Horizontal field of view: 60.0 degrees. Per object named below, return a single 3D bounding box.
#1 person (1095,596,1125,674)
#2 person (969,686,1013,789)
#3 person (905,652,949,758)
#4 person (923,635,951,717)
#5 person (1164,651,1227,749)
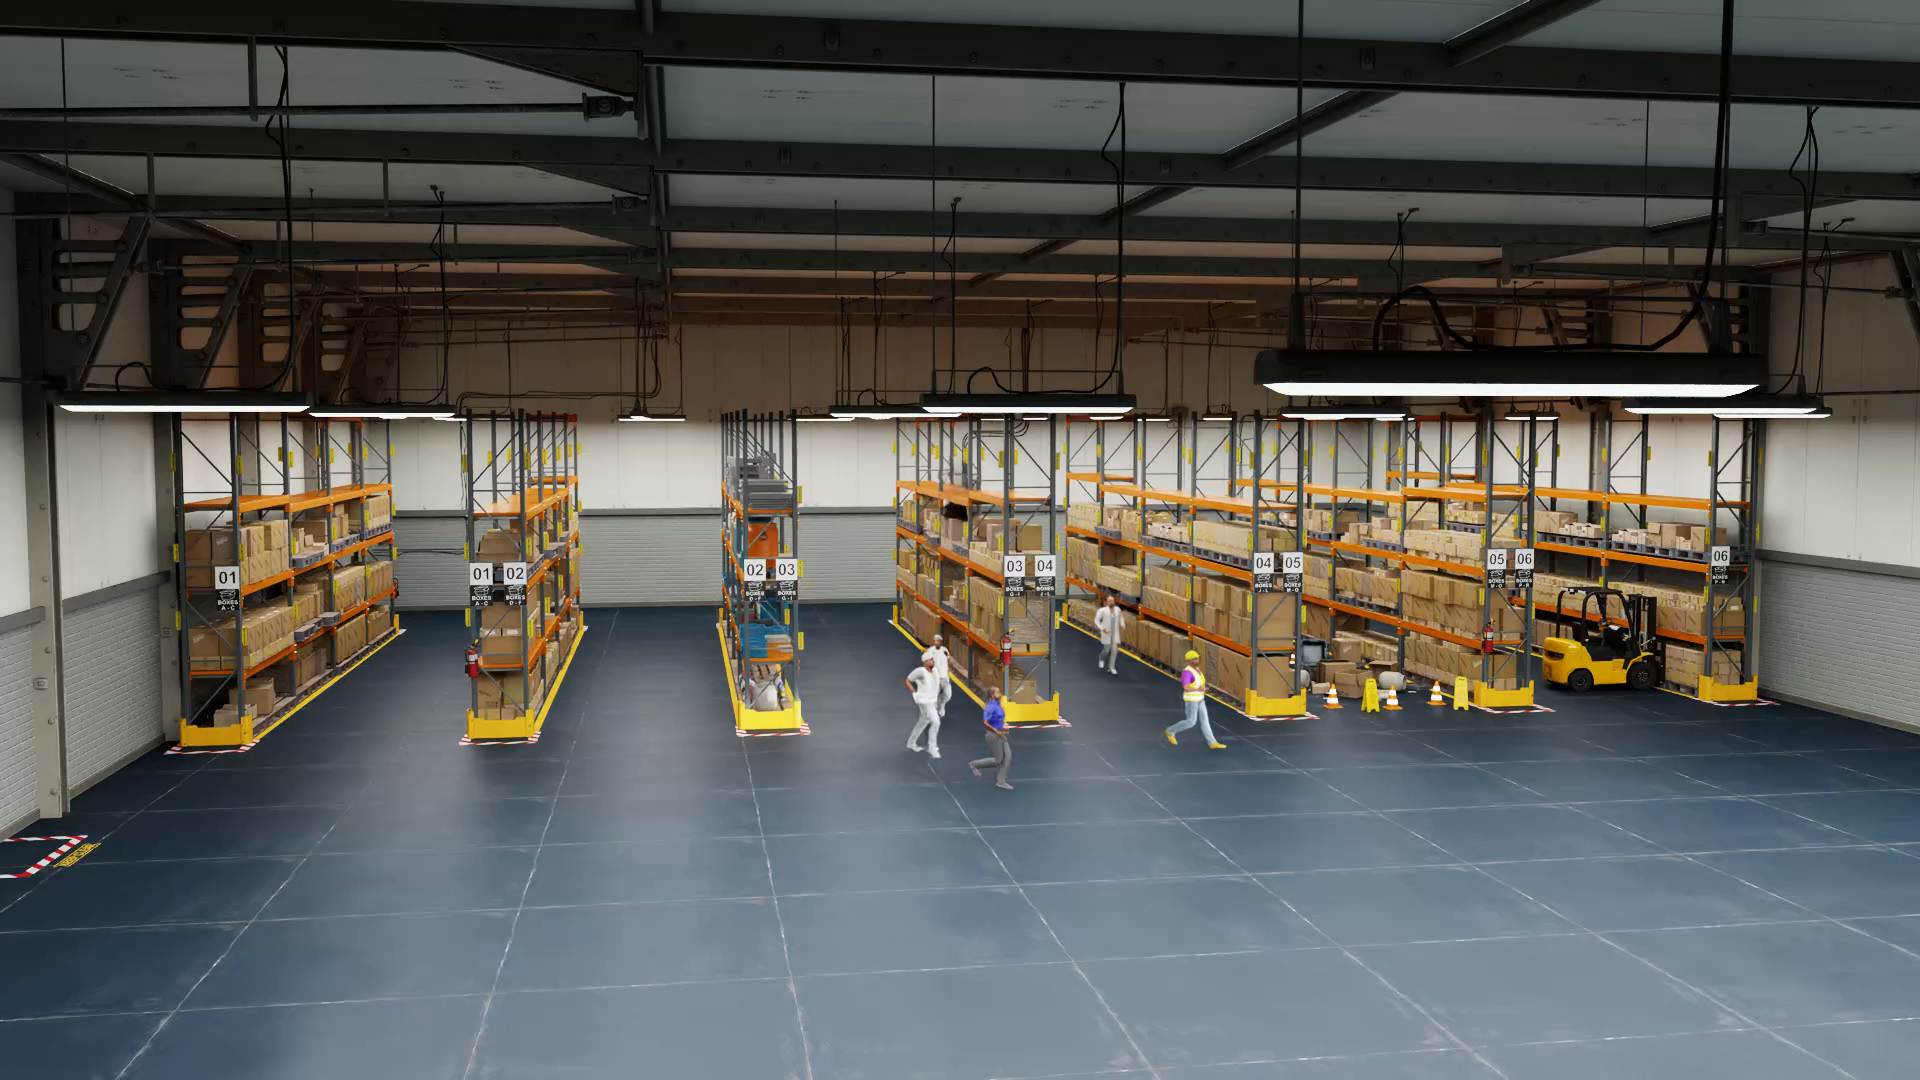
[{"bbox_3d":[3.464,2.174,38.414,0.738,1.765,0.770,-1,4,-14],"label":"person"},{"bbox_3d":[0.514,3.102,26.209,0.698,1.628,0.587,1,4,18],"label":"person"},{"bbox_3d":[-0.568,2.841,28.731,0.790,1.852,0.646,2,4,25],"label":"person"},{"bbox_3d":[-0.399,2.648,32.227,0.618,1.630,0.535,-2,4,-22],"label":"person"},{"bbox_3d":[4.131,2.789,29.069,1.098,1.713,0.717,2,5,30],"label":"person"}]
